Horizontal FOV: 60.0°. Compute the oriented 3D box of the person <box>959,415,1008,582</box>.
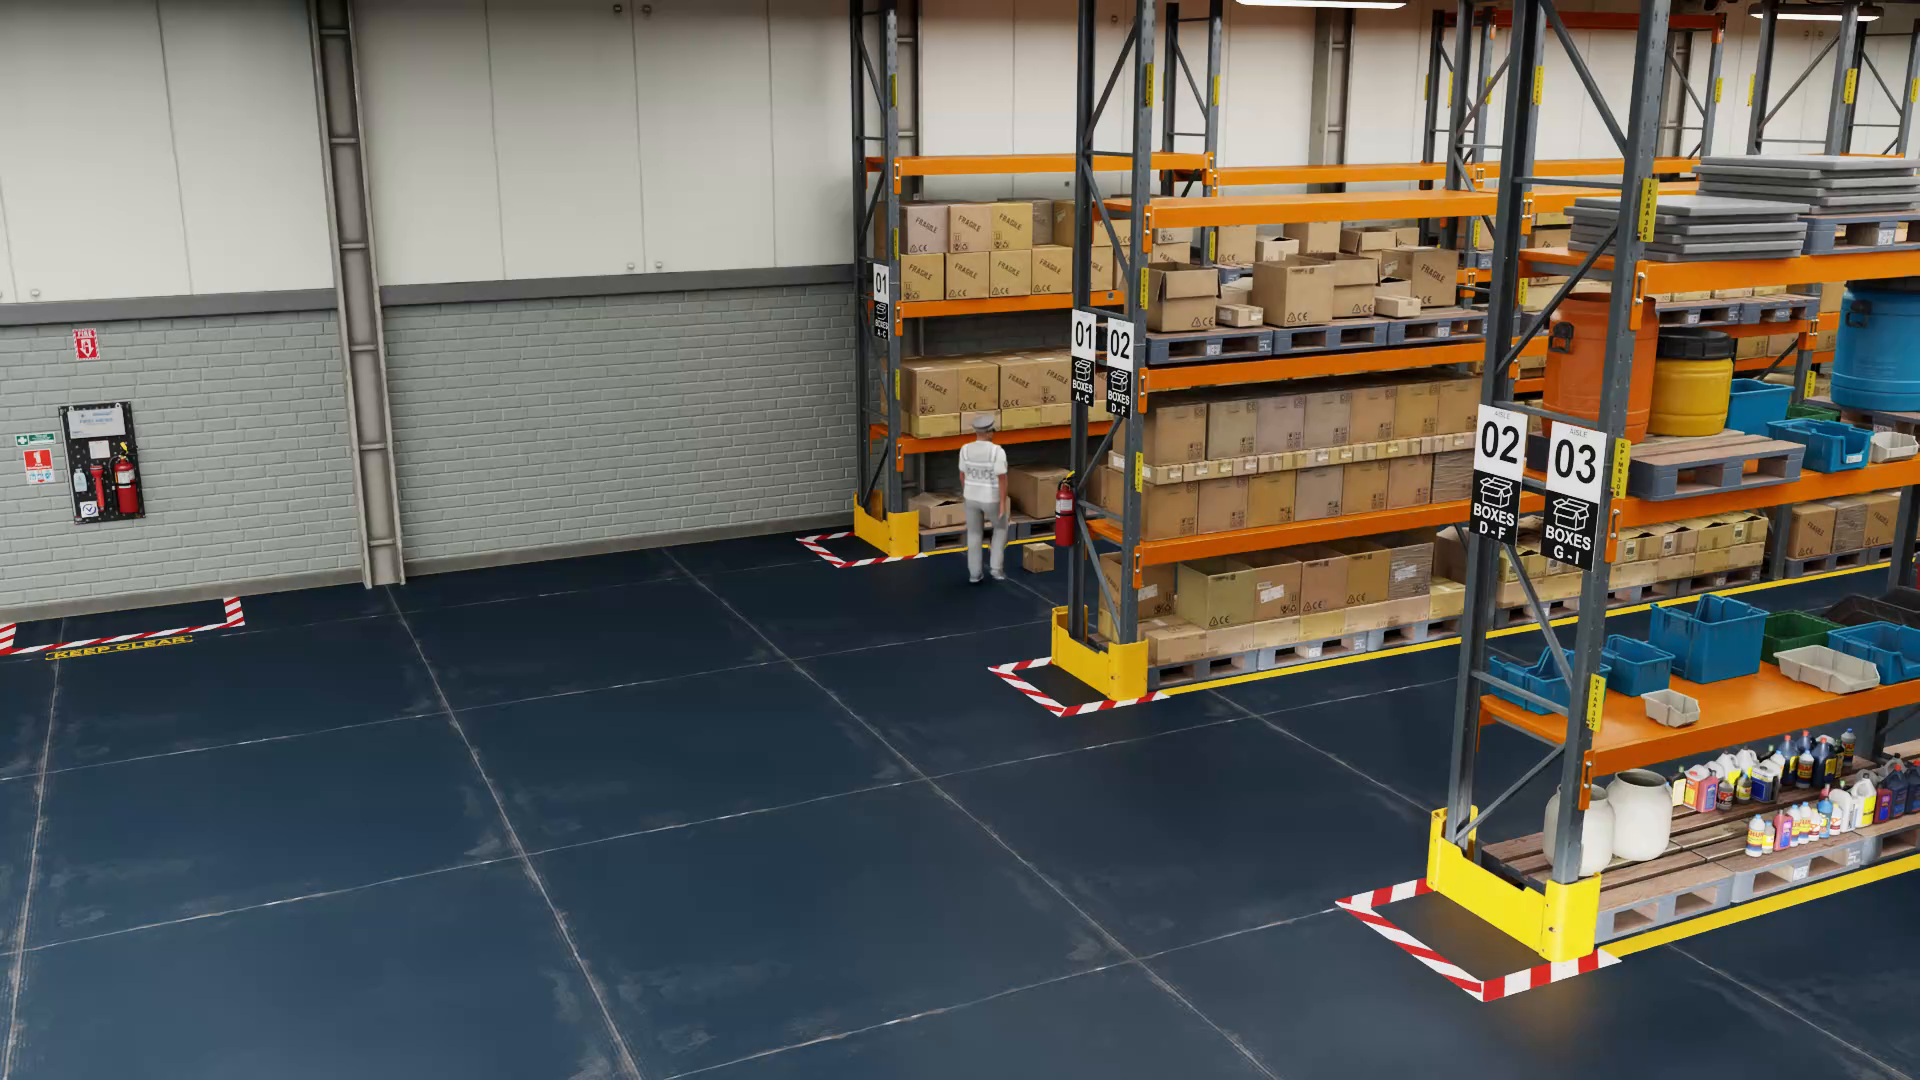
[{"bbox_3d":[0.263,-0.397,17.391,0.552,1.862,0.543,4,16,14],"label":"person"}]
